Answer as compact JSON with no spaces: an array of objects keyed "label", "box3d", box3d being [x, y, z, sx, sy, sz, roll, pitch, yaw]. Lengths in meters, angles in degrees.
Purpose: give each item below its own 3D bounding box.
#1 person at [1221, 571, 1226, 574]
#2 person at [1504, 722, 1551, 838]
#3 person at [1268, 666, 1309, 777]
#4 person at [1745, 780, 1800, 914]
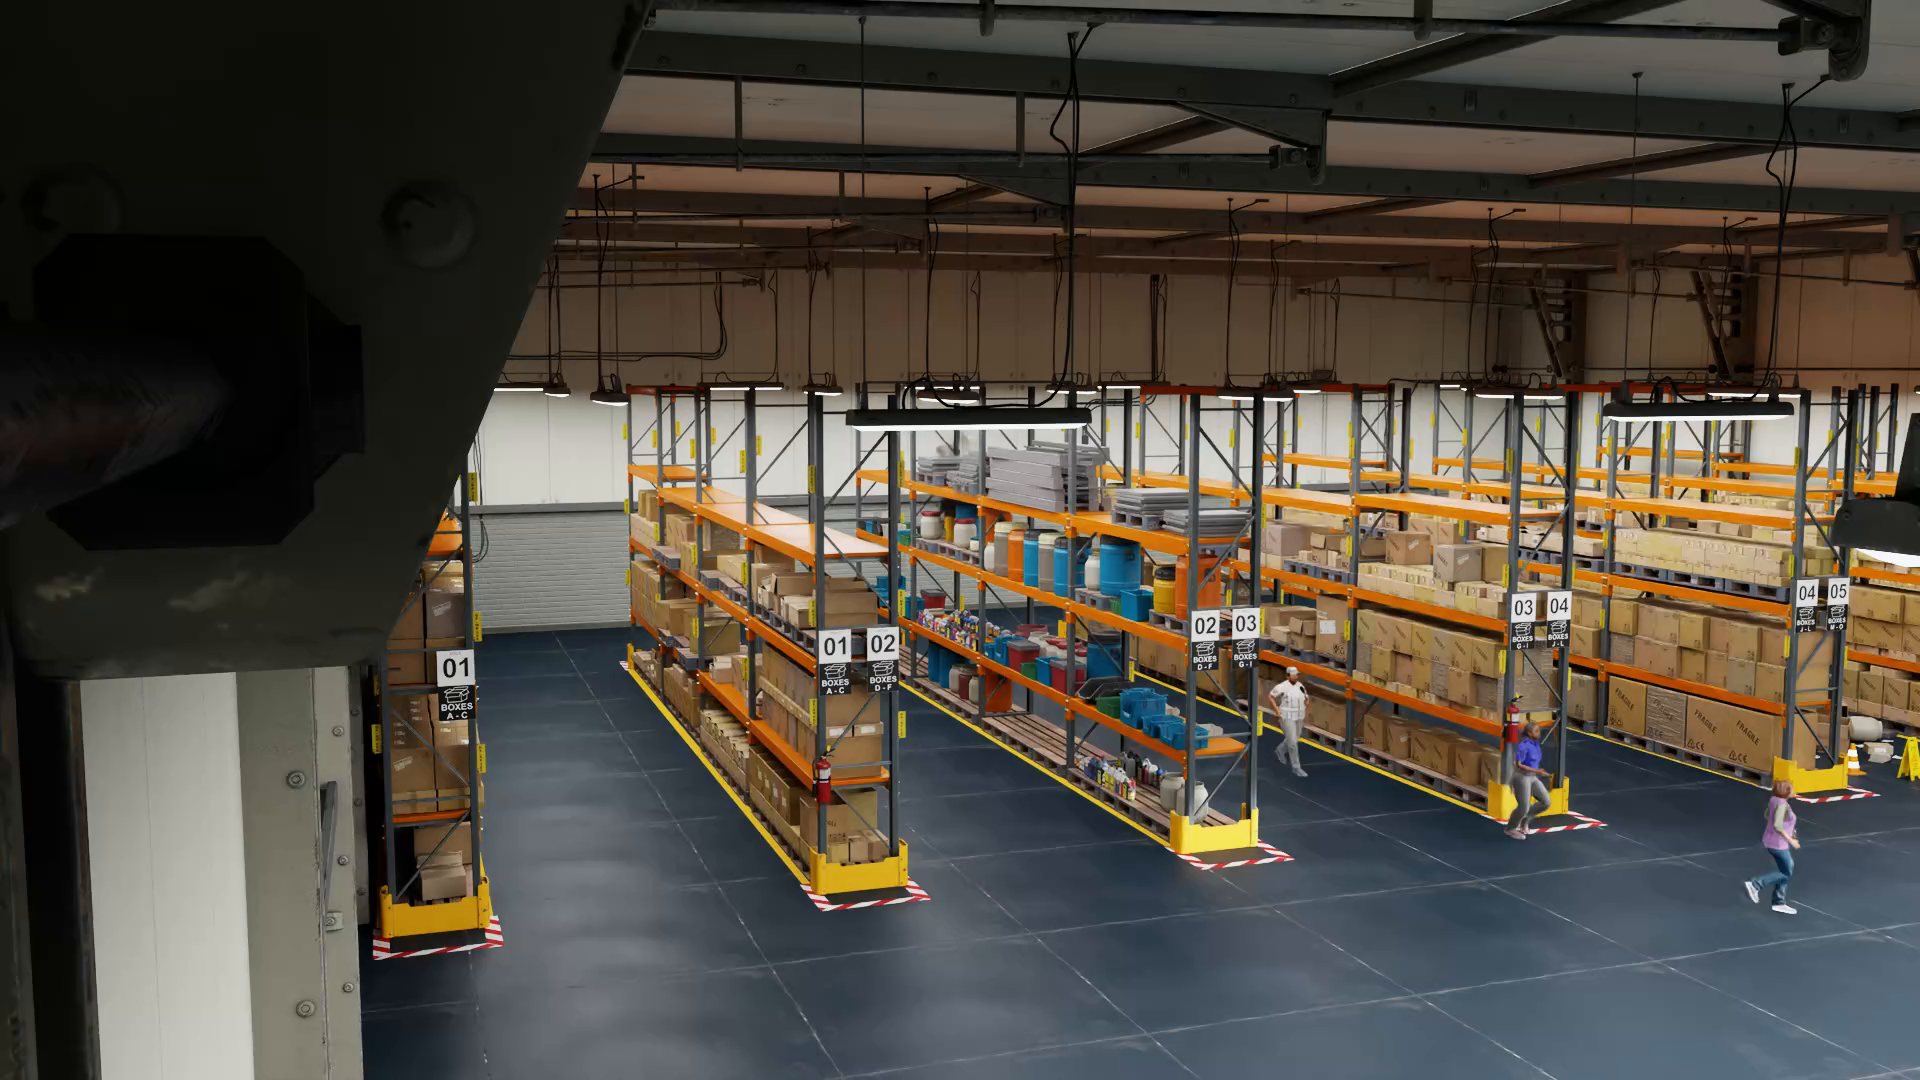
[{"label":"person","box3d":[6.085,1.339,39.875,0.749,1.750,0.809,2,6,15]},{"label":"person","box3d":[7.652,3.232,22.333,0.587,1.608,0.647,-6,8,-43]},{"label":"person","box3d":[5.189,2.798,26.051,0.605,1.653,0.943,-3,7,-28]},{"label":"person","box3d":[9.470,3.566,19.400,0.598,1.578,0.537,1,6,12]}]
